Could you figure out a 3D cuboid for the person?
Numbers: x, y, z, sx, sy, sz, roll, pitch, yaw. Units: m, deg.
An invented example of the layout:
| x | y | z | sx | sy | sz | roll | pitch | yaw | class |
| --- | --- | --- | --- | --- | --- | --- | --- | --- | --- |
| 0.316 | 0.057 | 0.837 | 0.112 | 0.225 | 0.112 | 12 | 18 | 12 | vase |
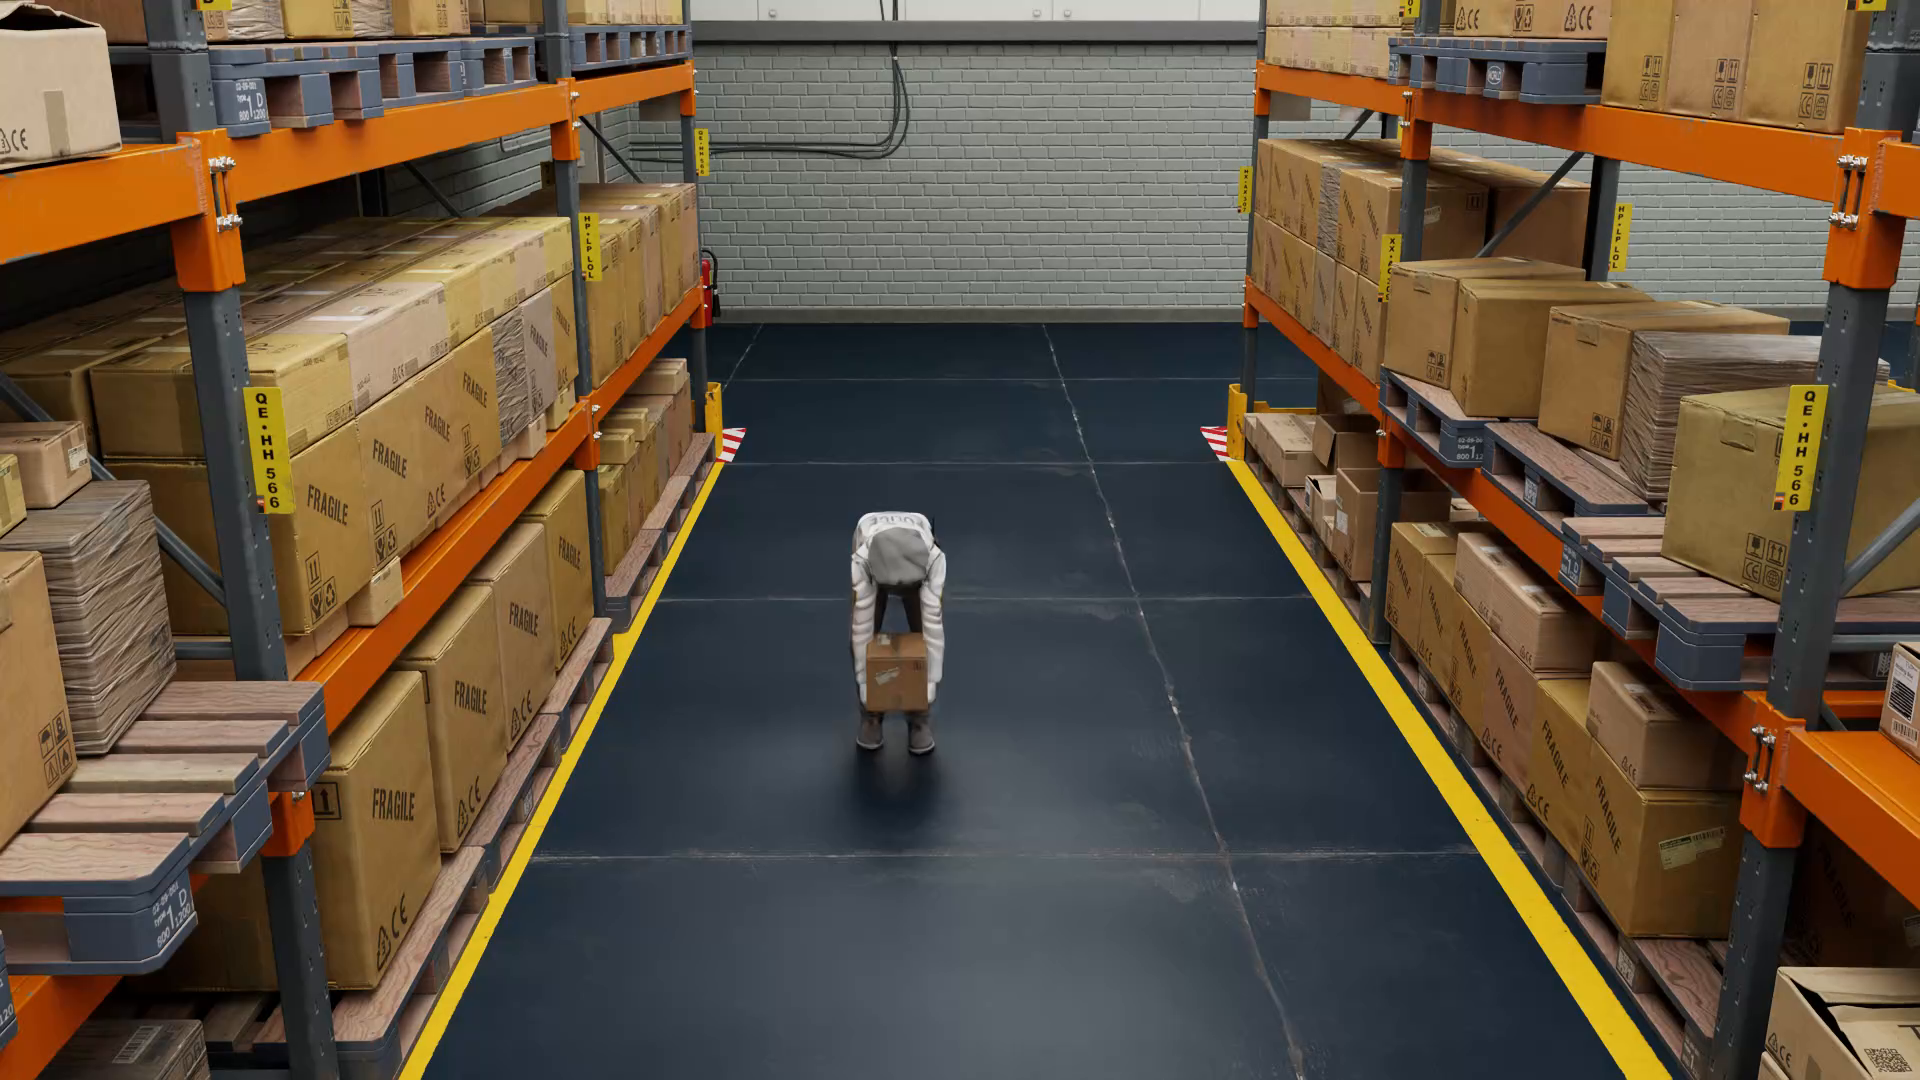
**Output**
| x | y | z | sx | sy | sz | roll | pitch | yaw | class |
| --- | --- | --- | --- | --- | --- | --- | --- | --- | --- |
| -0.269 | 0.409 | 7.099 | 0.416 | 1.152 | 0.923 | -1 | 17 | -3 | person |
